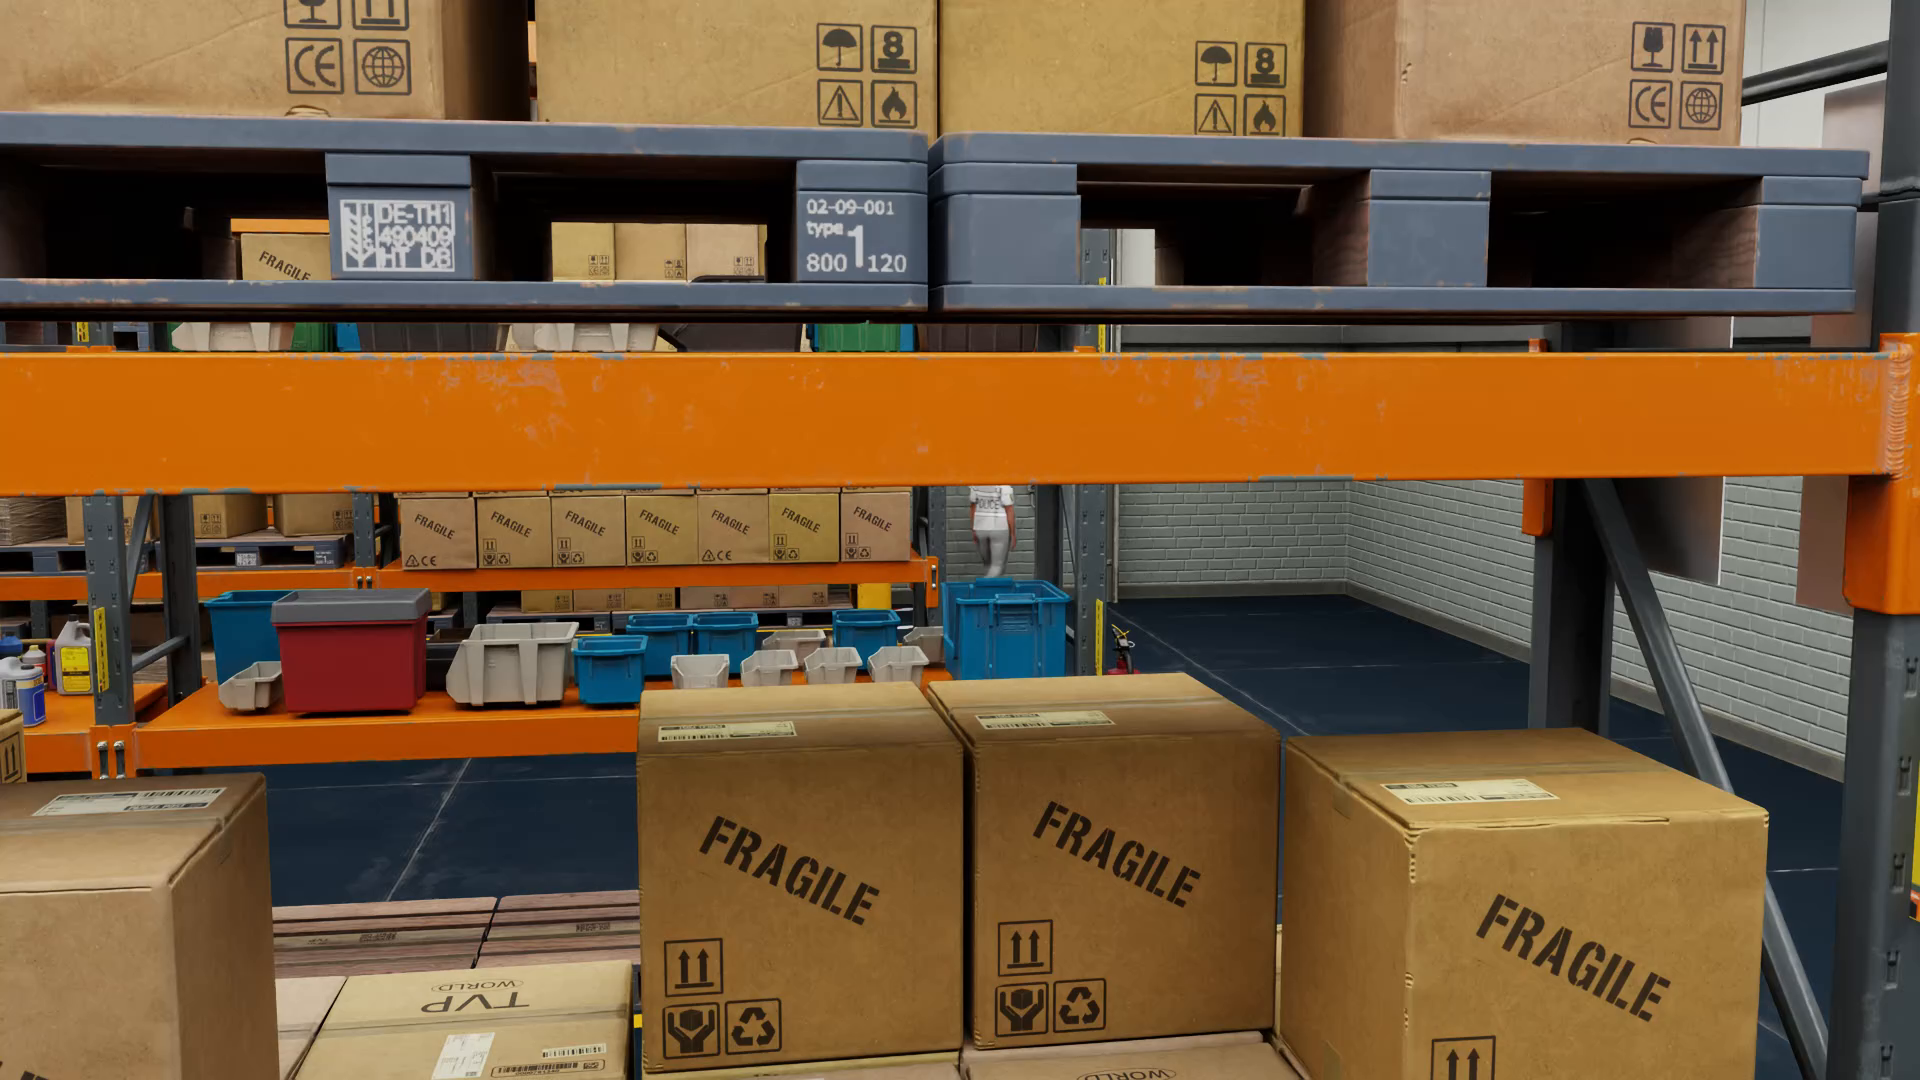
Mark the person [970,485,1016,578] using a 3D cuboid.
[{"bbox_3d":[0.418,-0.105,18.025,0.535,1.742,0.642,4,8,34],"label":"person"}]
